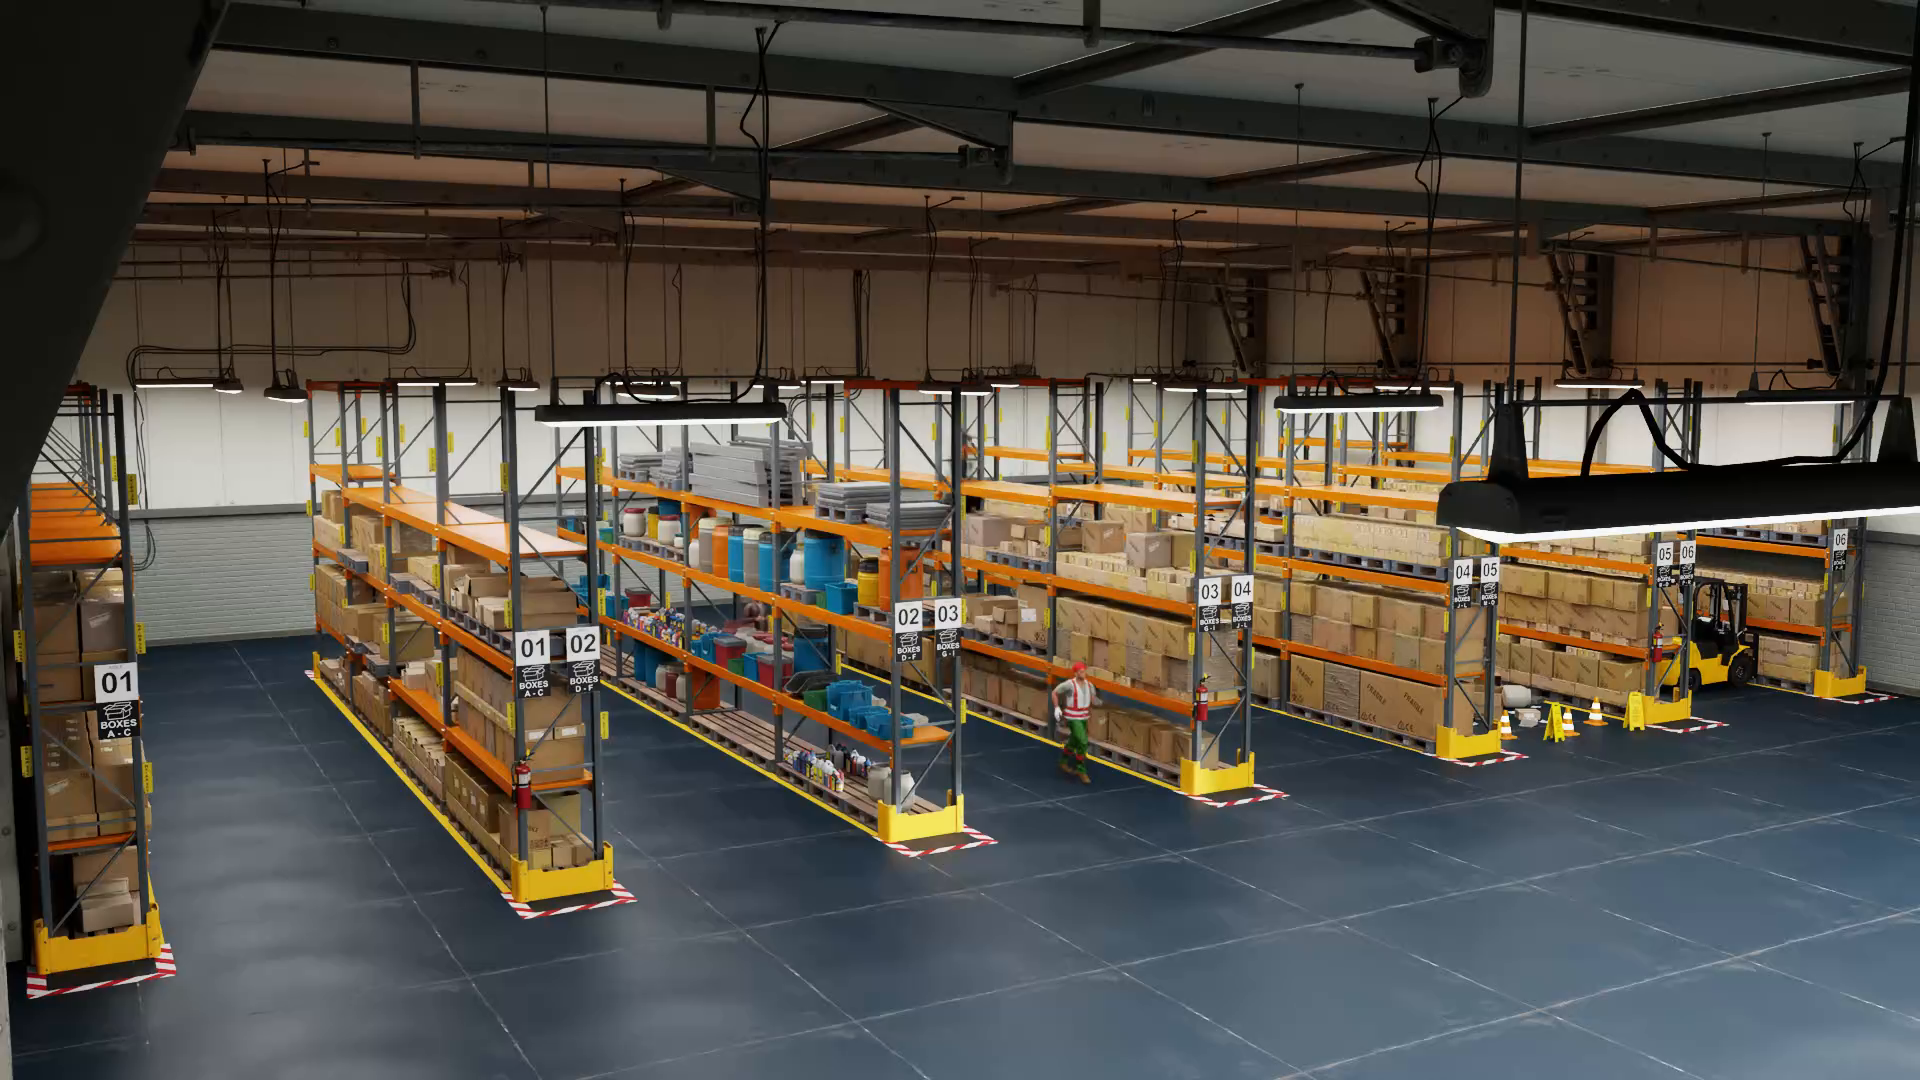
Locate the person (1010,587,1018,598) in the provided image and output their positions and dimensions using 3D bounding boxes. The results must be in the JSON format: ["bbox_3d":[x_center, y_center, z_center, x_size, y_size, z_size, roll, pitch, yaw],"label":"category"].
[{"bbox_3d":[1.524,0.899,42.966,0.763,1.736,0.704,-4,7,-33],"label":"person"}]

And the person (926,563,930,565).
[{"bbox_3d":[-0.835,1.331,39.726,0.577,1.592,0.544,-2,7,-22],"label":"person"}]

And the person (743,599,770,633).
[{"bbox_3d":[-4.033,1.890,33.204,0.698,1.802,0.935,-5,8,-40],"label":"person"}]

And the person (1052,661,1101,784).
[{"bbox_3d":[1.779,2.752,25.264,0.643,1.844,0.876,-6,8,-43],"label":"person"}]
